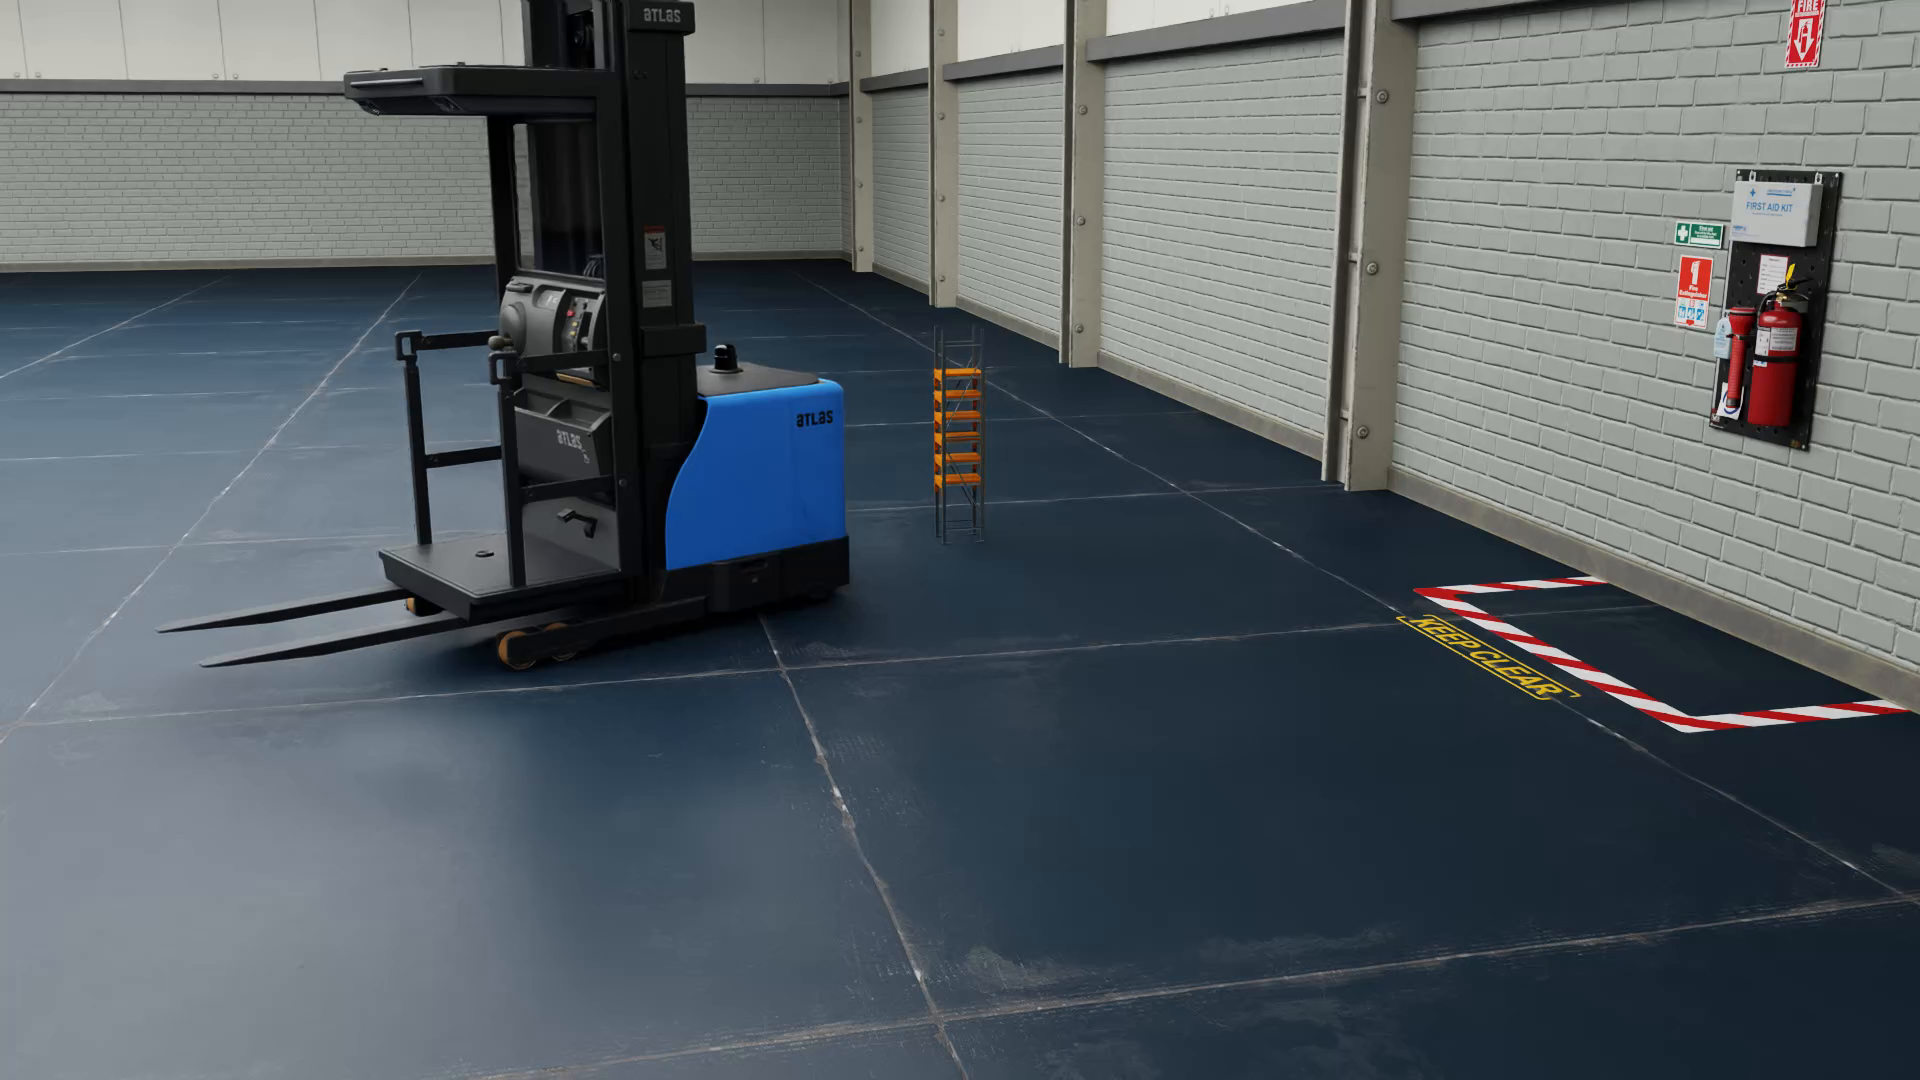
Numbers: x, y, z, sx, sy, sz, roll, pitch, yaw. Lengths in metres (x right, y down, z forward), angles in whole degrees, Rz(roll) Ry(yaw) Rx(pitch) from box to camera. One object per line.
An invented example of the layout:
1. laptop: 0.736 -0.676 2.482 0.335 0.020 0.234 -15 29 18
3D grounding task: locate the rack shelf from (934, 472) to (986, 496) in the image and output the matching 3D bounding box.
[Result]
1. rack shelf: -0.003 -0.310 9.366 0.258 0.103 0.180 -3 14 -13

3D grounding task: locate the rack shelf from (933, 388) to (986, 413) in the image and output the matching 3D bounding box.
1. rack shelf: -0.003 -0.776 9.252 0.258 0.103 0.180 -3 14 -13

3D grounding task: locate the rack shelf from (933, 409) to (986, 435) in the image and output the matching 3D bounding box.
1. rack shelf: -0.003 -0.660 9.280 0.258 0.103 0.180 -3 14 -13

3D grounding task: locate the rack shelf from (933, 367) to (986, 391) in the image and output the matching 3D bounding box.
1. rack shelf: -0.003 -0.893 9.223 0.258 0.103 0.180 -3 14 -13

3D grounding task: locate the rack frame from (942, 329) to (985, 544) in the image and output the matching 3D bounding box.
1. rack frame: 0.018 -0.565 9.212 0.240 1.200 0.006 -3 14 -13

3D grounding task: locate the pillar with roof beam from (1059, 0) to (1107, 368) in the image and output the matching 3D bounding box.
1. pillar with roof beam: -2.991 -5.884 14.552 9.100 9.000 0.400 -3 14 -13

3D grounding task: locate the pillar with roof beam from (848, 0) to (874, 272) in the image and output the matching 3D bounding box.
1. pillar with roof beam: -5.809 -8.653 25.883 9.100 9.000 0.400 -3 14 -13

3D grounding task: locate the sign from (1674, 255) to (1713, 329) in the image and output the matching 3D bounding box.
1. sign: 3.439 -1.165 7.799 0.001 0.329 0.234 -3 14 -13

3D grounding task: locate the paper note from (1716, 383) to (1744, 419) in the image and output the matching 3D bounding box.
1. paper note: 3.494 -0.631 7.545 0.016 0.148 0.142 -3 14 -13

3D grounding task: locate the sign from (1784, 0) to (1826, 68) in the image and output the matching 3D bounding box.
1. sign: 3.564 -2.148 7.012 0.001 0.298 0.199 -3 14 -13

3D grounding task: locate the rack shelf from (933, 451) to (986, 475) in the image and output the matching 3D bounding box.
1. rack shelf: -0.003 -0.426 9.337 0.258 0.103 0.180 -3 14 -13

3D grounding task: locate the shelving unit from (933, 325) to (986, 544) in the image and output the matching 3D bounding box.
1. shelving unit: -0.003 -0.586 9.298 0.258 1.200 0.189 -3 14 -13

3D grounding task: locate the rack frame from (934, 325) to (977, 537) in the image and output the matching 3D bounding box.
1. rack frame: -0.025 -0.607 9.385 0.240 1.200 0.006 -3 14 -13

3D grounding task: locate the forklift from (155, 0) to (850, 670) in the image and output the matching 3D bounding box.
1. forklift: -2.002 -1.007 7.372 3.031 2.935 1.130 -11 18 -39

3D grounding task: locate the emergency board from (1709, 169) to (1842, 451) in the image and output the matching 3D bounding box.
1. emergency board: 3.469 -1.014 7.257 0.194 1.169 0.643 -3 14 -13

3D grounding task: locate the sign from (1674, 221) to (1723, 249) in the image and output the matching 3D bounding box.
1. sign: 3.431 -1.421 7.729 0.001 0.109 0.331 -3 14 -13

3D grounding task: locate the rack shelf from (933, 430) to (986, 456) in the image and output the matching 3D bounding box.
1. rack shelf: -0.003 -0.543 9.309 0.258 0.103 0.180 -3 14 -13

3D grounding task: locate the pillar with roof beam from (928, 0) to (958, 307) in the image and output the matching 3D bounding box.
1. pillar with roof beam: -4.400 -7.269 20.217 9.100 9.000 0.400 -3 14 -13

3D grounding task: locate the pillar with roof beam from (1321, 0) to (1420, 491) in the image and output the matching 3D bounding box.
1. pillar with roof beam: -1.582 -4.500 8.886 9.100 9.000 0.400 -3 14 -13
